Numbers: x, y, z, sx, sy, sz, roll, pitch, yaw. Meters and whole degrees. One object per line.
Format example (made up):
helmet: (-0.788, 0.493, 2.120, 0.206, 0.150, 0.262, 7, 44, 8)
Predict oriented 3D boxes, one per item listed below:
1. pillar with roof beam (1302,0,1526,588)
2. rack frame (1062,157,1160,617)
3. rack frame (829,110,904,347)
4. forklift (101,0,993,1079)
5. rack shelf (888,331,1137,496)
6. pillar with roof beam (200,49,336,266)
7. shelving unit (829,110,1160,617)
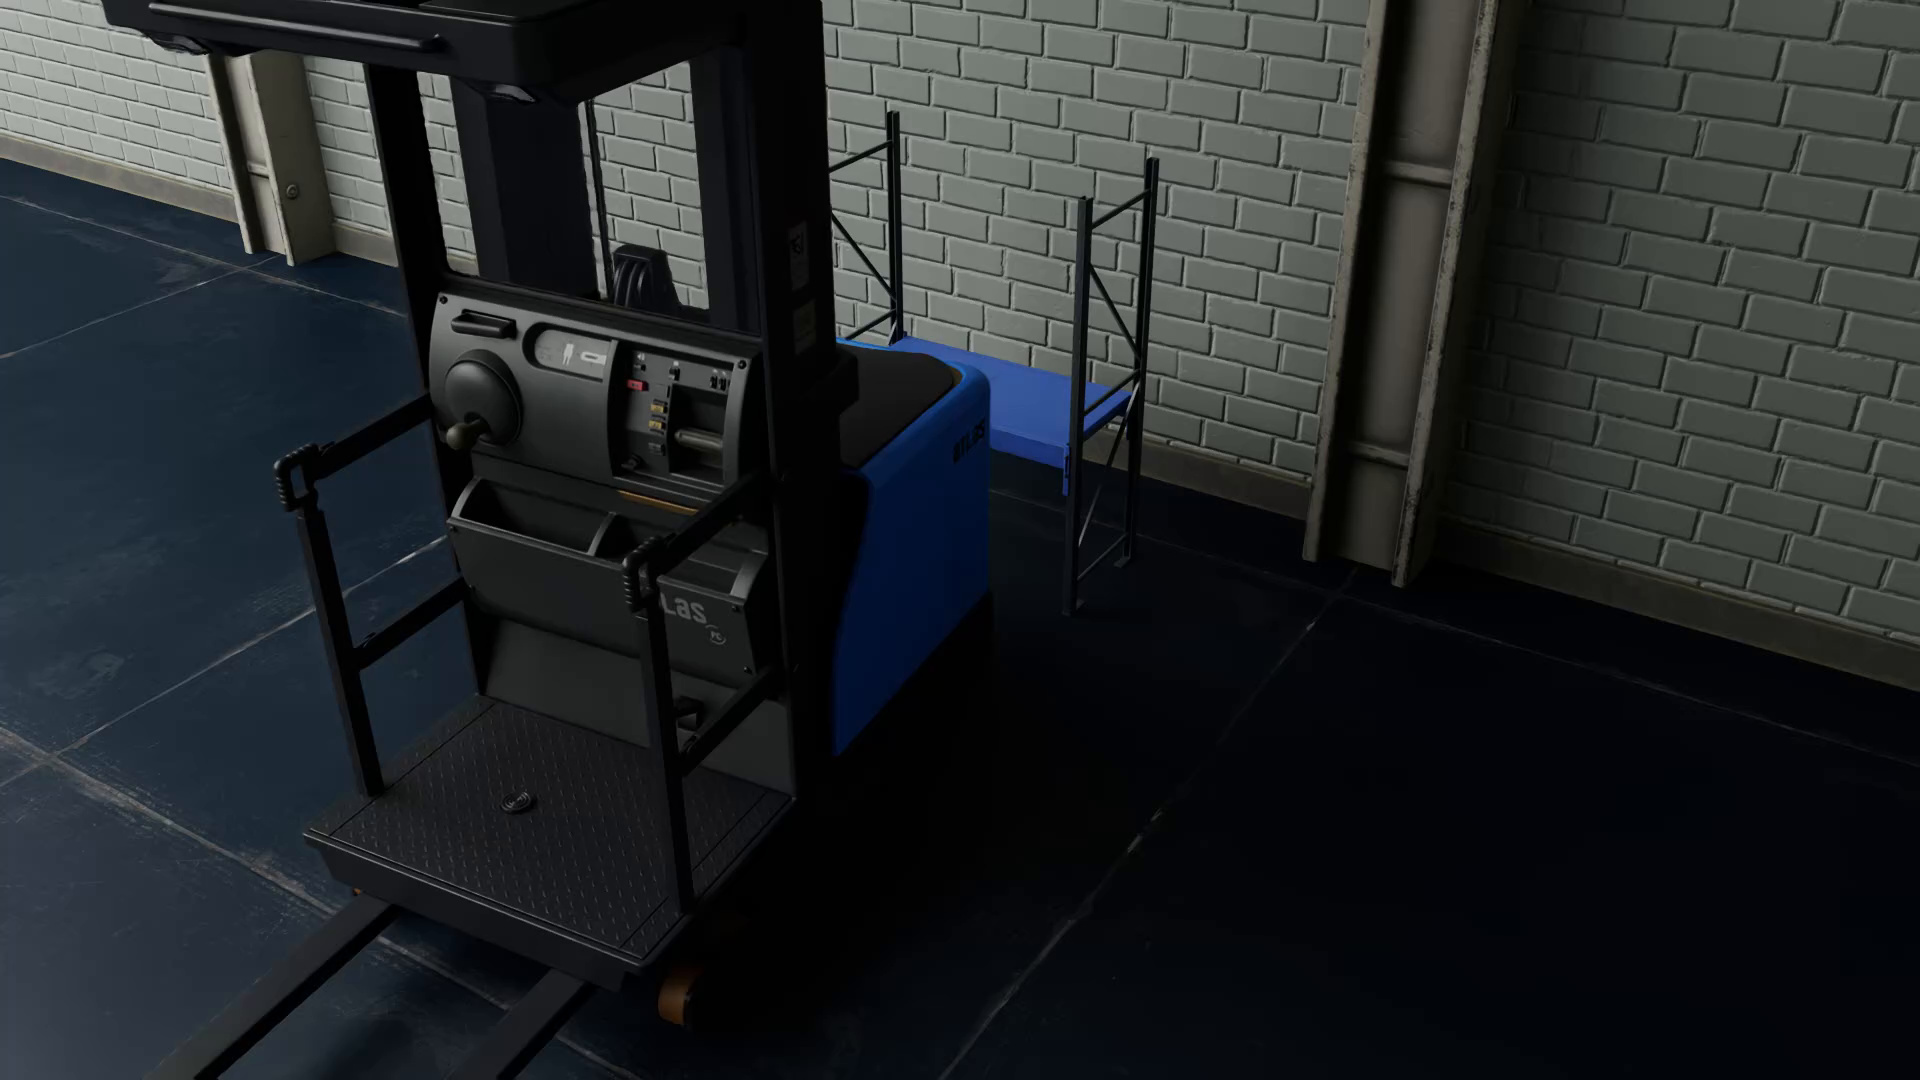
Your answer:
pillar with roof beam: (-0.779, -1.994, 0.737, 0.400, 9.000, 9.100, 18, 35, 27)
rack frame: (0.503, -0.489, 5.599, 0.032, 1.500, 0.500, 18, 35, 27)
rack frame: (-0.358, -0.761, 6.066, 0.032, 1.500, 0.500, 18, 35, 27)
forklift: (-0.999, -0.303, 3.862, 1.130, 2.935, 3.031, 14, 33, 23)
rack shelf: (0.072, -0.470, 5.924, 1.000, 0.185, 0.538, 18, 35, 27)
pillar with roof beam: (-5.861, -3.601, 3.492, 0.400, 9.000, 9.100, 18, 35, 27)
shelving unit: (0.072, -0.625, 5.833, 1.048, 1.500, 0.538, 18, 35, 27)
